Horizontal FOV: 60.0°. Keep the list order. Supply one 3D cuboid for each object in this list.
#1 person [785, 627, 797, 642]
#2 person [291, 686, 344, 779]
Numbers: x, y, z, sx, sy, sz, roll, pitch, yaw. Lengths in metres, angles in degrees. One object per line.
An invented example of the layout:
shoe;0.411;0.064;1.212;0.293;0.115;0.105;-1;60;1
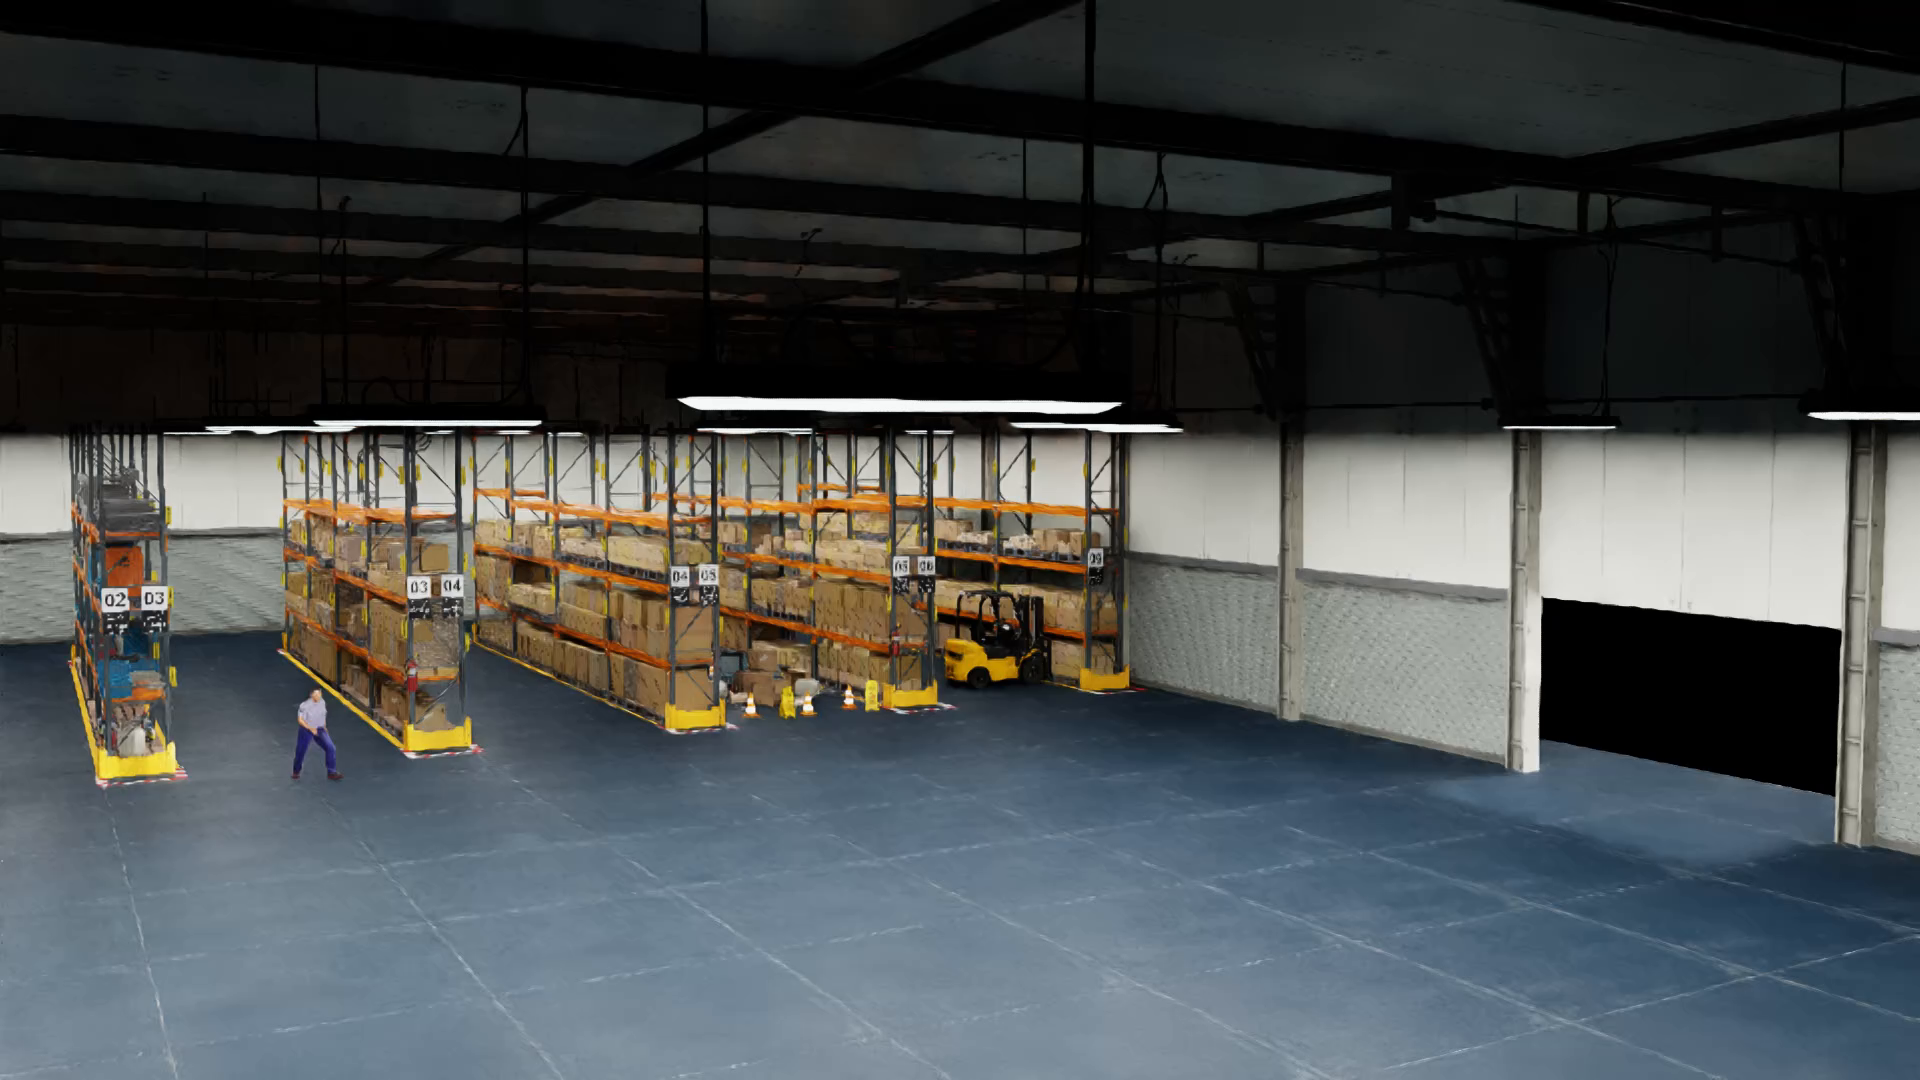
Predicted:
person;-4.767;2.014;45.964;0.555;1.722;0.615;0;4;0
person;-10.796;3.207;27.795;0.805;1.584;0.662;3;5;43
